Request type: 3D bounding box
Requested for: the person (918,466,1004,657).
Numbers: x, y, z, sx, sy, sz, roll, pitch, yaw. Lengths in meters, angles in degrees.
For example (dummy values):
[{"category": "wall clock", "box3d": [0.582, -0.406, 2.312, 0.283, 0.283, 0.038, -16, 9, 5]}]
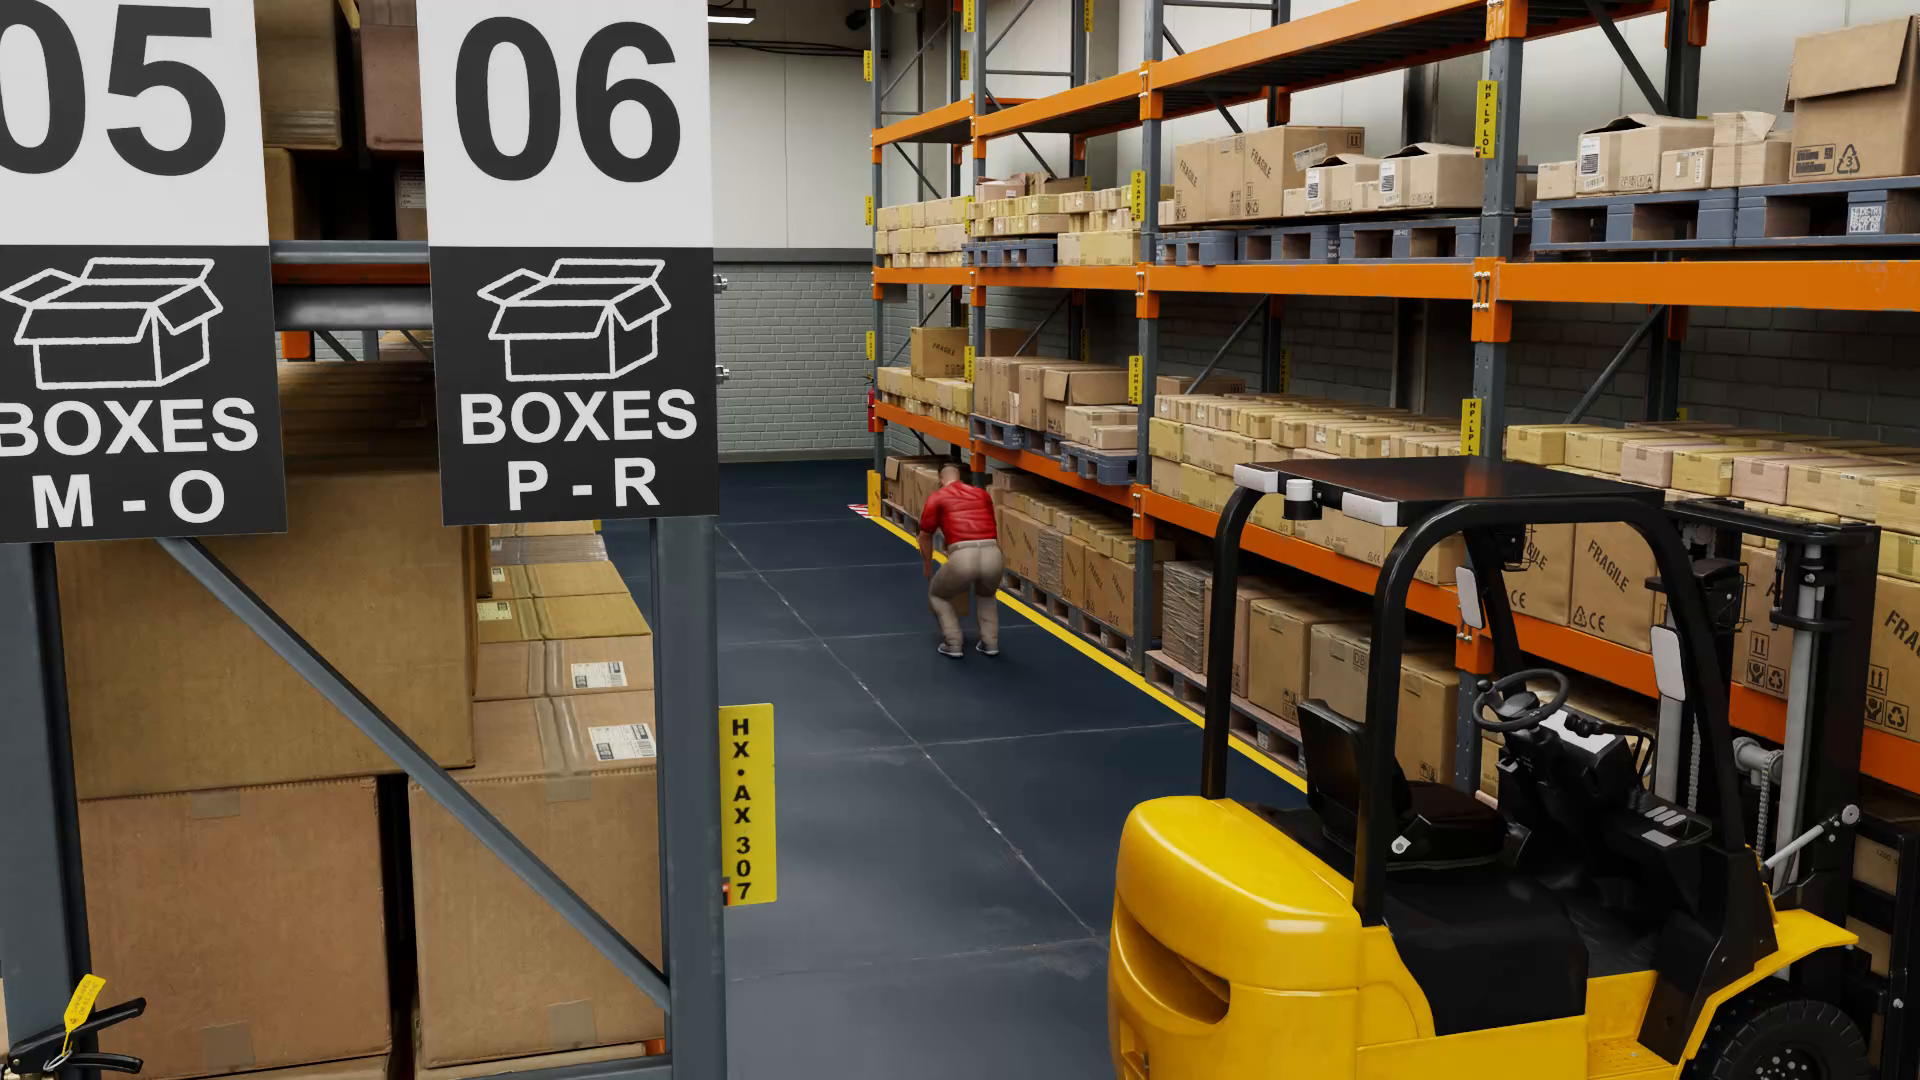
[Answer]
[{"category": "person", "box3d": [0.012, 0.161, 12.134, 0.590, 1.352, 0.739, -3, 10, -16]}]
